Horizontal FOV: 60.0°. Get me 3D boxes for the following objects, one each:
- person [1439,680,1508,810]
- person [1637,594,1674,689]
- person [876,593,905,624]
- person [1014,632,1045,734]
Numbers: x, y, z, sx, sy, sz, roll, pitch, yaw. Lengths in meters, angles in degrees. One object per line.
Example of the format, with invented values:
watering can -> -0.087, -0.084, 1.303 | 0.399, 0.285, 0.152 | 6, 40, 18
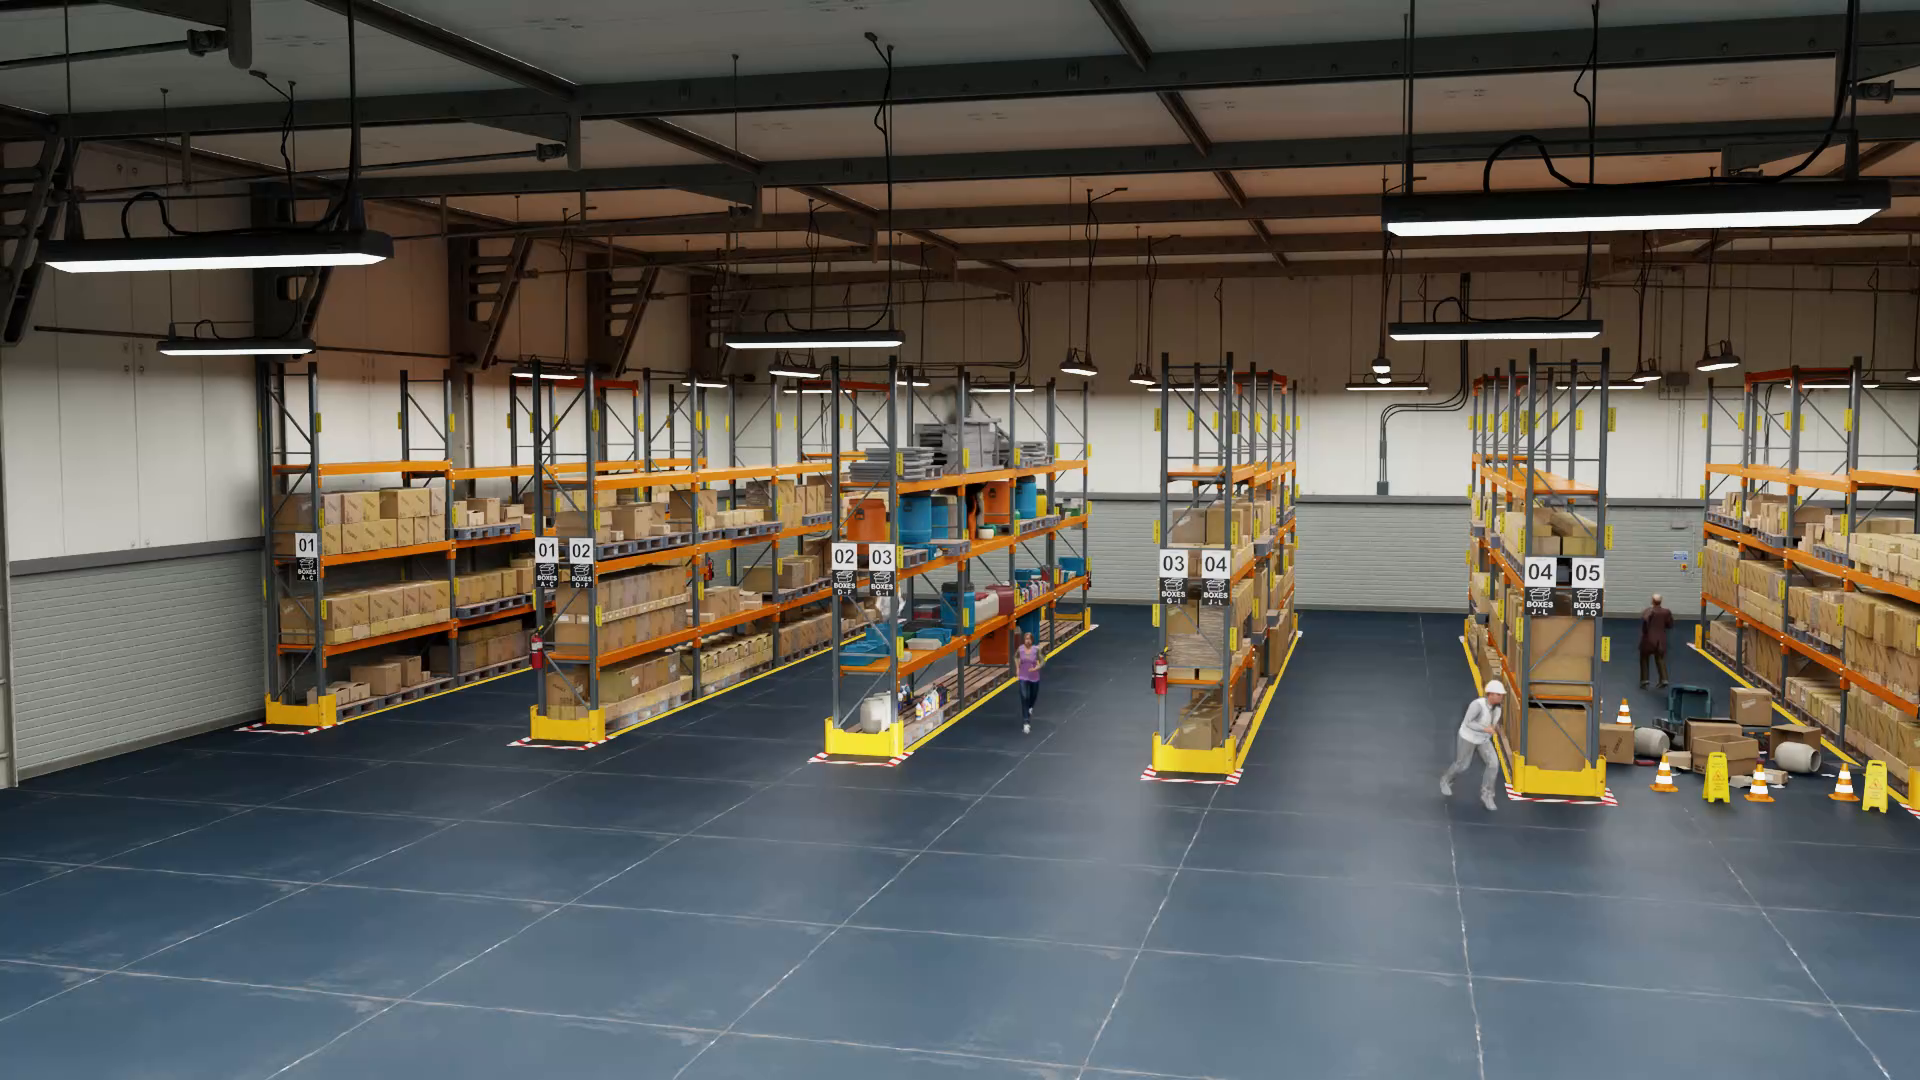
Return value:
person -> 6.742, 2.656, 21.815 | 0.701, 1.732, 1.035 | -3, 5, -32
person -> 13.001, 1.929, 31.062 | 0.692, 1.845, 0.901 | 0, 4, 0
person -> -1.514, 1.636, 36.100 | 0.625, 1.649, 0.723 | 0, 4, 6
person -> 1.141, 2.235, 27.217 | 0.495, 1.475, 1.004 | 0, 4, -2
